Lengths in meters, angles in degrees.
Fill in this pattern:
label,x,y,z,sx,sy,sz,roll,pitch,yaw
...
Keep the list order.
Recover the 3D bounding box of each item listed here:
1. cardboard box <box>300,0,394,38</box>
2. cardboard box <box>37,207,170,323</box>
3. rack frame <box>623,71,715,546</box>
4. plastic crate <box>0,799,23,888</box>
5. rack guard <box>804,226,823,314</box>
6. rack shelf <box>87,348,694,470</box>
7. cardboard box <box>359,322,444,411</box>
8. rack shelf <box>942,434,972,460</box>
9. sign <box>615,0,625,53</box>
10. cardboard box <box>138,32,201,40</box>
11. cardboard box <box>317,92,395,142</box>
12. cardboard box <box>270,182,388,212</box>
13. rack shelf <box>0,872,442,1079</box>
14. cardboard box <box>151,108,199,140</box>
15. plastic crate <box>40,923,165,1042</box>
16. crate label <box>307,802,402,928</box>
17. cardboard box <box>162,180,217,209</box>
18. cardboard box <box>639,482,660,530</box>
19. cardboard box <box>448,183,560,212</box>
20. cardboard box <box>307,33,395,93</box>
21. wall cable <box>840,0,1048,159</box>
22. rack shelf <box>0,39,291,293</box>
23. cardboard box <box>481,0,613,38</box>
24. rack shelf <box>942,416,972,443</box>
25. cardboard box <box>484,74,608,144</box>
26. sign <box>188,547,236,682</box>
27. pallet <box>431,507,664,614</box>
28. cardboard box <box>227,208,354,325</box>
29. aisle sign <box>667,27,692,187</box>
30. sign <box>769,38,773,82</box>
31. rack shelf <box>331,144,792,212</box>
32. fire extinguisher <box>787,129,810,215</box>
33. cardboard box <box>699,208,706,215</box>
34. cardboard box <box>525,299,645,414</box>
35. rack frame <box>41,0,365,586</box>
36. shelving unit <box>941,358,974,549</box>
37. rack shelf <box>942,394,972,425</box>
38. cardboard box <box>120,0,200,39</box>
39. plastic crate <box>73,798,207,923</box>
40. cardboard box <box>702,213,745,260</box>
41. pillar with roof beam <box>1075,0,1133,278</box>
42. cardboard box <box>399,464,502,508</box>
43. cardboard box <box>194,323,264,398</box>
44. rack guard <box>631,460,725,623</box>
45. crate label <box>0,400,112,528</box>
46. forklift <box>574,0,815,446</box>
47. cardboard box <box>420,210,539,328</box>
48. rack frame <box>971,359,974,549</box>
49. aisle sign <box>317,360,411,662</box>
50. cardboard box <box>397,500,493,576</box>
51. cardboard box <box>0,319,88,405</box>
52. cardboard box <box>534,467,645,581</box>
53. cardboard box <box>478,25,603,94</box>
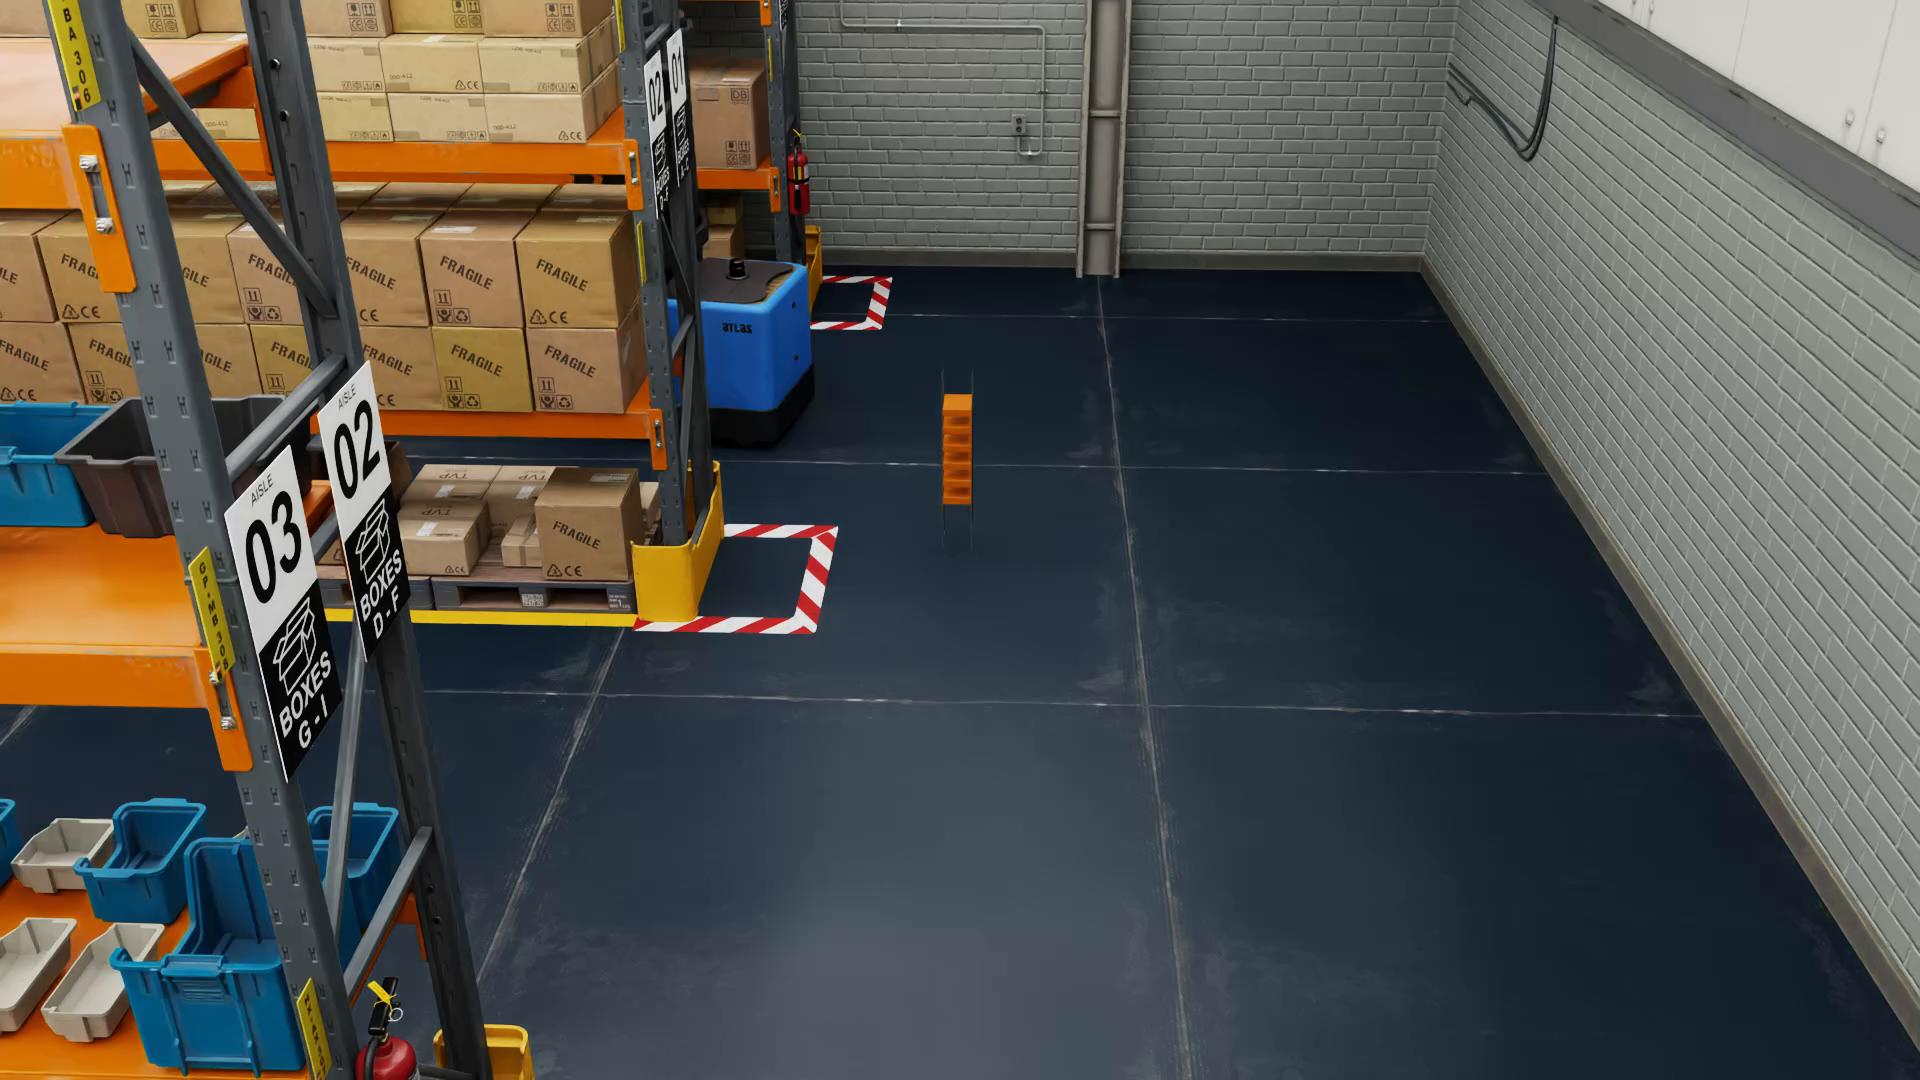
label,x,y,z,sx,sy,sz,roll,pitch,yaw
cardboard box,-3.147,-2.933,8.629,0.500,0.500,0.700,1,28,2
cardboard box,-4.654,-1.519,9.164,0.500,0.500,0.500,0,28,0
rack frame,-1.633,-1.115,9.576,0.127,3.000,1.000,1,28,2
plastic crate,-3.363,1.071,5.567,0.300,0.233,0.416,1,28,2
rack guard,-1.438,-2.329,14.535,0.348,0.500,1.175,1,28,2
rack shelf,-3.632,-0.830,9.807,4.000,0.370,1.077,1,28,2
cardboard box,-3.107,-1.057,9.360,0.500,0.500,0.500,1,28,2
rack shelf,-0.014,-0.597,10.359,0.180,0.103,0.258,1,28,2
sign,-1.673,-2.572,8.177,0.005,0.325,0.100,1,28,2
cardboard box,-4.155,-2.516,8.642,0.500,0.250,0.500,1,28,2
cardboard box,-3.155,-2.275,8.721,0.500,0.250,0.500,1,28,2
cardboard box,-3.598,-1.755,9.610,0.500,0.500,0.500,1,28,1
rack shelf,-3.811,1.488,5.433,4.000,0.370,1.077,1,28,2
cardboard box,-4.154,-2.297,8.764,0.500,0.250,0.500,1,28,2
plastic crate,-2.633,1.365,5.116,0.243,0.136,0.396,1,28,2
crate label,-2.047,1.093,5.526,0.303,0.233,0.416,1,28,2
cardboard box,-4.604,-1.773,9.643,0.500,0.500,0.500,0,28,1
cardboard box,-2.040,-0.218,10.457,0.250,0.149,0.380,1,28,2
cardboard box,-2.590,-1.737,9.575,0.500,0.500,0.500,1,28,2
cardboard box,-3.155,-2.502,8.617,0.500,0.250,0.500,1,28,2
wall cable,-0.149,-4.304,14.508,1.851,1.984,0.084,1,28,2
rack shelf,-3.811,-0.986,4.122,4.000,0.370,1.077,1,28,2
cardboard box,-2.147,-2.927,8.618,0.500,0.500,0.700,1,28,2
rack shelf,-0.014,-0.703,10.303,0.180,0.103,0.258,1,28,2
cardboard box,-2.156,-2.259,8.692,0.500,0.250,0.500,1,28,2
sign,-1.815,0.182,4.038,0.005,0.325,0.100,1,28,2
pallet,-2.506,0.103,10.256,1.213,0.211,1.003,1,28,2
cardboard box,-3.624,-1.502,9.133,0.500,0.500,0.500,2,28,3
aisle sign,-1.555,-2.400,9.224,0.004,0.787,0.394,1,28,2
sign,-1.495,-3.796,13.145,0.005,0.325,0.100,1,28,2
rack shelf,-3.461,-3.149,14.181,4.000,0.370,1.077,1,28,2
fire extinguisher,-1.328,-3.016,13.644,0.183,0.674,0.296,1,28,2
cardboard box,-2.300,-2.683,14.062,0.250,0.149,0.380,1,28,1
cardboard box,-2.090,-1.039,9.326,0.500,0.500,0.500,2,28,3
rack frame,-1.812,-1.447,3.797,0.127,3.000,1.000,1,28,2
shelving unit,-0.014,-0.530,10.395,0.189,1.200,0.258,1,28,2
rack shelf,-0.014,-0.809,10.247,0.180,0.103,0.258,1,28,2
cardboard box,-4.149,-2.922,8.608,0.500,0.500,0.700,1,28,2
plastic crate,-2.705,1.082,5.547,0.300,0.233,0.416,1,28,2
cardboard box,-2.165,-2.480,14.371,0.500,0.500,0.700,1,28,2
pillar with roof beam,1.115,-4.430,9.424,0.400,9.000,9.100,1,28,2
cardboard box,-3.166,-0.253,10.416,0.500,0.250,0.500,1,28,2
cardboard box,-4.119,-1.073,9.390,0.500,0.500,0.500,1,28,2
rack guard,-1.709,-0.012,10.164,0.348,0.500,1.175,1,28,2
crate label,-2.722,-0.223,4.849,0.502,0.251,0.408,1,28,2
forklift,-2.676,-2.309,11.903,3.031,2.935,1.130,6,29,11
cardboard box,-2.593,-1.488,9.105,0.500,0.500,0.500,2,28,3
rack frame,0.077,-0.529,10.392,0.006,1.200,0.240,1,28,2
aisle sign,-1.729,-0.083,4.854,0.004,0.787,0.394,1,28,2
cardboard box,-3.134,-0.018,9.973,0.500,0.250,0.500,1,28,2
cardboard box,-5.131,-1.089,9.421,0.500,0.500,0.500,2,28,3
cardboard box,-2.185,-0.099,9.858,0.500,0.500,0.500,1,28,2
cardboard box,-2.156,-2.484,8.583,0.500,0.250,0.500,1,28,2
